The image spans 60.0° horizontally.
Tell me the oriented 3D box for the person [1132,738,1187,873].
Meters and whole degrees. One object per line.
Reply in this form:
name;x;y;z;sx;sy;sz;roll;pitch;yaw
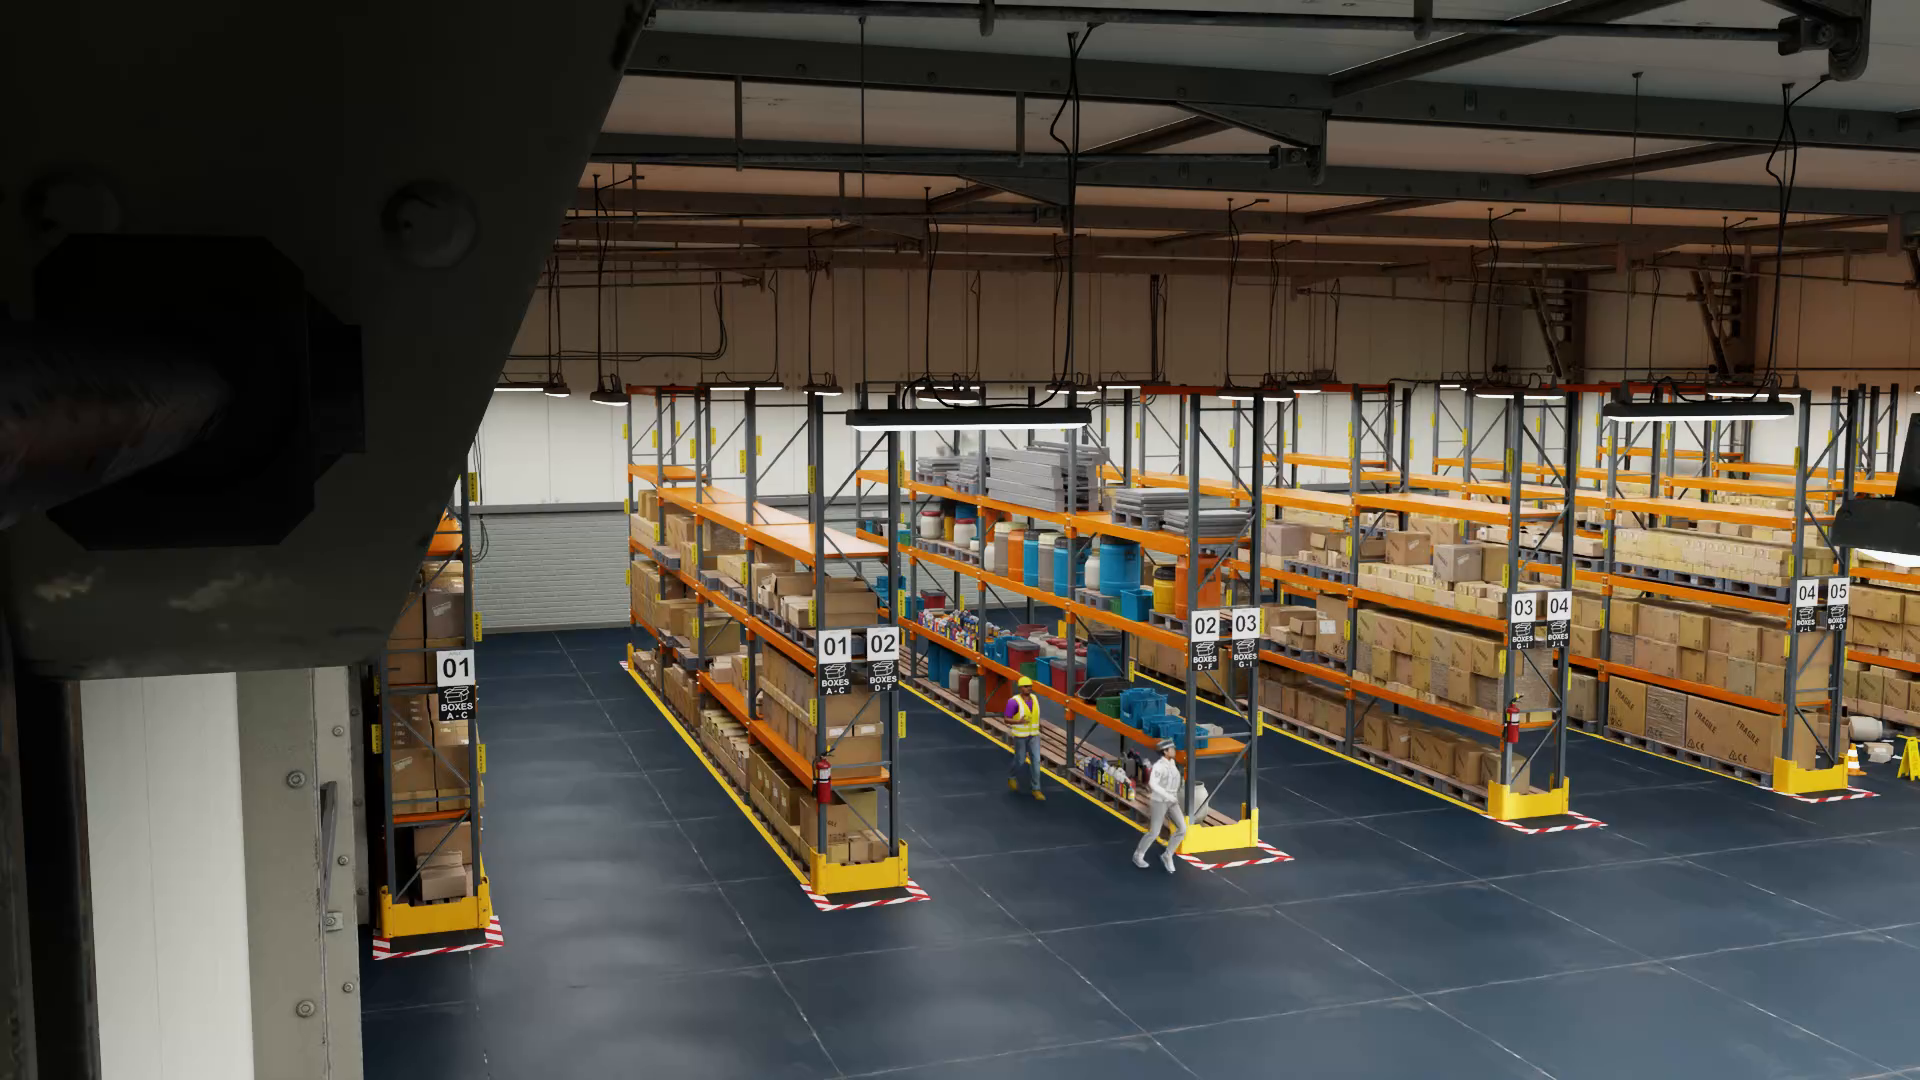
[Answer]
person;2.593;3.340;21.088;0.651;1.690;0.674;5;8;39

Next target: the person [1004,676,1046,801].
person;0.971;2.889;24.520;0.700;1.765;0.917;-3;7;-26
